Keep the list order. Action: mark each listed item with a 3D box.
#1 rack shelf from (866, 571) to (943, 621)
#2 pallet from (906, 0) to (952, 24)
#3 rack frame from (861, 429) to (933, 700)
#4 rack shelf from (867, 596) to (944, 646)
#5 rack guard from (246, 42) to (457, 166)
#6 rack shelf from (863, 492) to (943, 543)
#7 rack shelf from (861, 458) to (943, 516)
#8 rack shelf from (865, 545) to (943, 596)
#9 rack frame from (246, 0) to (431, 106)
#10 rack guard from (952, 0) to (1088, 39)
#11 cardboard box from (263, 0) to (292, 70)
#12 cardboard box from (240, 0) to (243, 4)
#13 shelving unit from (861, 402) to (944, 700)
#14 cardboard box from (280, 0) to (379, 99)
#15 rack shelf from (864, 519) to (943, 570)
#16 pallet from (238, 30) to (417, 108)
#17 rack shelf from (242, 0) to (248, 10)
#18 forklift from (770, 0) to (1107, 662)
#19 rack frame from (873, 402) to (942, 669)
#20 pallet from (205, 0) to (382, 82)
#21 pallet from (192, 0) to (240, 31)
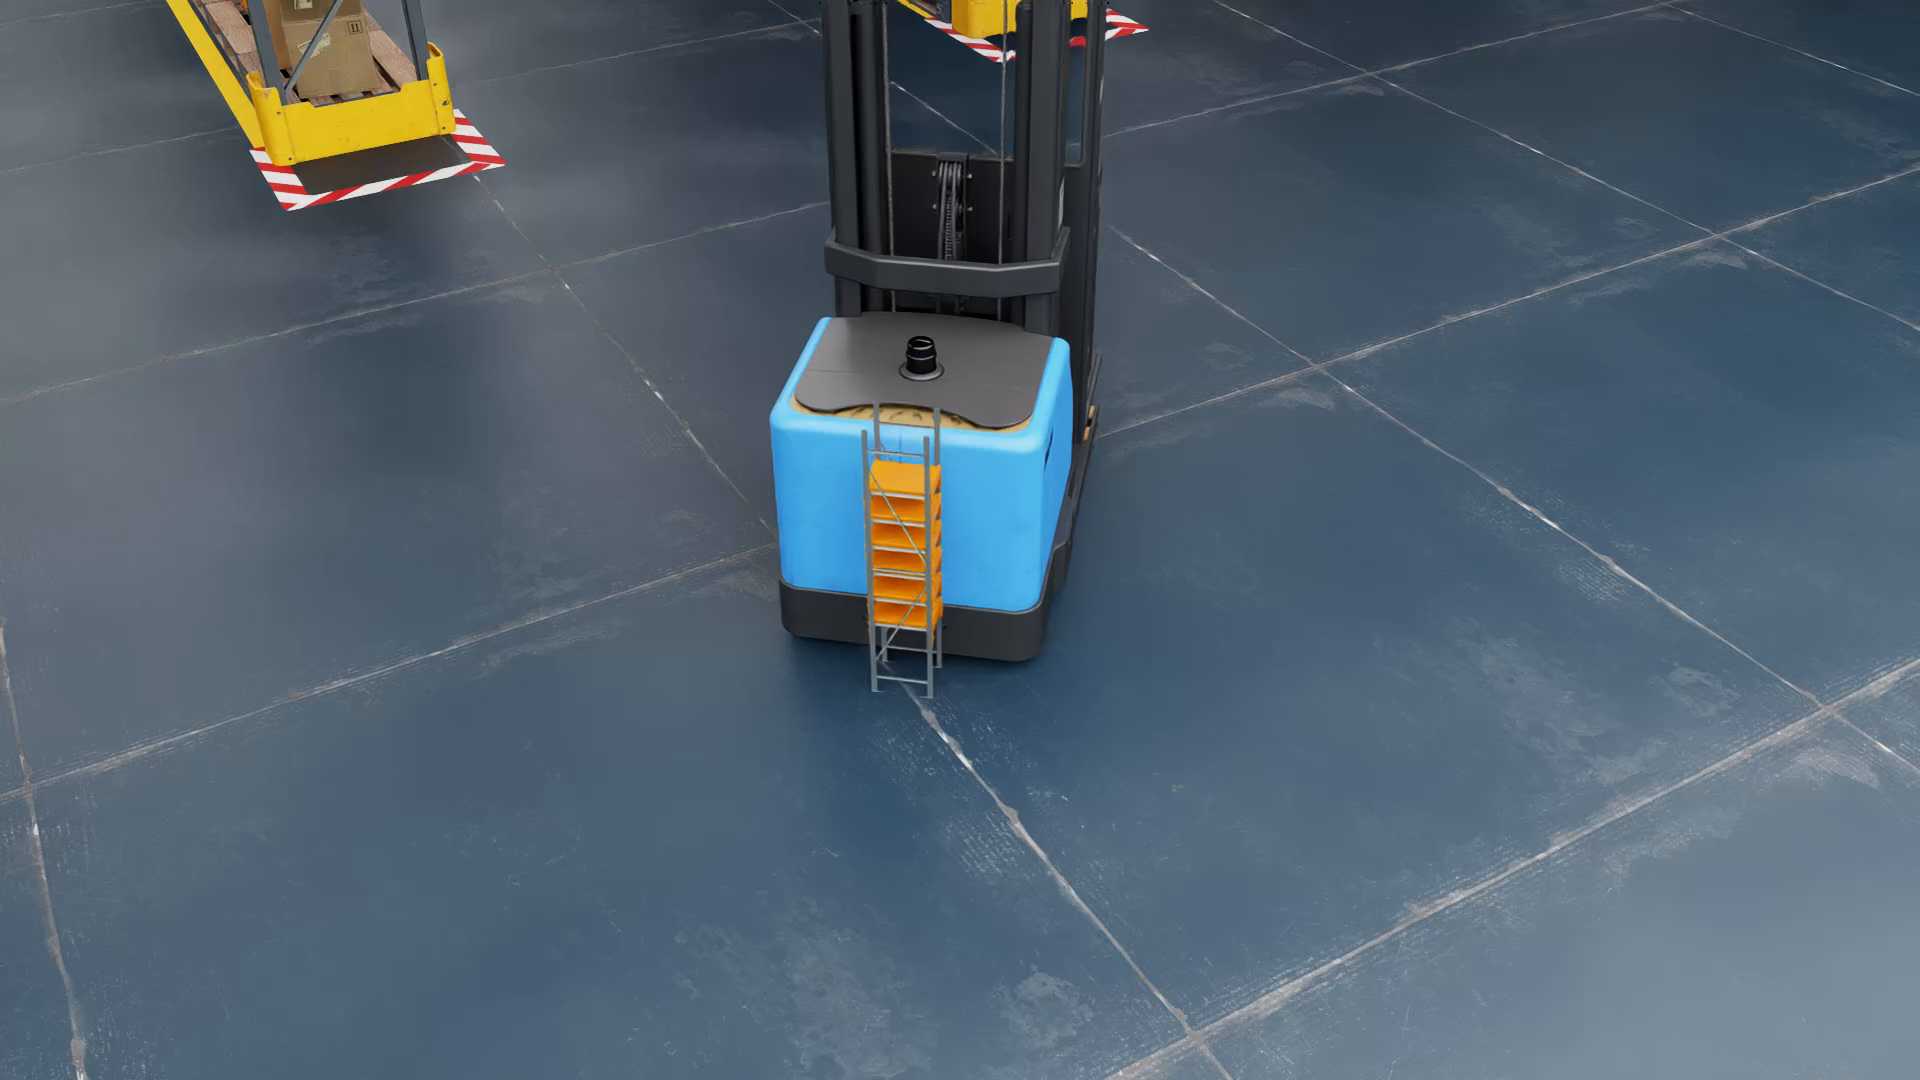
[{"bbox_3d":[-0.206,0.197,6.242,0.258,0.103,0.180,6,37,8],"label":"rack shelf"},{"bbox_3d":[0.025,-4.450,13.164,1.003,0.211,1.213,-19,40,-24],"label":"pallet"},{"bbox_3d":[-0.222,0.117,6.073,0.240,1.200,0.006,6,37,8],"label":"rack frame"},{"bbox_3d":[-0.206,0.294,6.313,0.258,0.103,0.180,6,37,8],"label":"rack shelf"},{"bbox_3d":[-3.883,-2.803,10.663,1.175,0.500,0.348,-19,40,-24],"label":"rack guard"},{"bbox_3d":[-0.206,-0.094,6.030,0.258,0.103,0.180,6,37,8],"label":"rack shelf"},{"bbox_3d":[-0.206,-0.191,5.959,0.258,0.103,0.180,6,37,8],"label":"rack shelf"},{"bbox_3d":[-0.206,0.100,6.172,0.258,0.103,0.180,6,37,8],"label":"rack shelf"},{"bbox_3d":[-3.845,-3.773,9.873,1.000,3.000,0.127,-19,40,-24],"label":"rack frame"},{"bbox_3d":[0.507,-4.170,12.535,1.175,0.500,0.348,-19,40,-24],"label":"rack guard"},{"bbox_3d":[-4.474,-3.551,11.333,0.500,0.500,0.500,-9,37,-12],"label":"cardboard box"},{"bbox_3d":[-5.014,-4.174,12.185,0.500,0.500,0.500,-23,42,-28],"label":"cardboard box"},{"bbox_3d":[-0.206,0.064,6.145,0.258,1.200,0.189,6,37,8],"label":"shelving unit"},{"bbox_3d":[-4.144,-3.257,10.929,0.500,0.500,0.500,-12,38,-16],"label":"cardboard box"},{"bbox_3d":[-0.206,0.003,6.101,0.258,0.103,0.180,6,37,8],"label":"rack shelf"},{"bbox_3d":[-4.261,-3.111,11.330,1.003,0.211,1.213,-19,40,-24],"label":"pallet"},{"bbox_3d":[-4.850,-4.503,11.482,1.077,0.370,4.000,-19,40,-24],"label":"rack shelf"},{"bbox_3d":[0.056,-1.575,6.922,1.130,2.935,3.031,6,37,8],"label":"forklift"},{"bbox_3d":[-0.189,0.011,6.218,0.240,1.200,0.006,6,37,8],"label":"rack frame"},{"bbox_3d":[-4.869,-3.732,12.181,1.003,0.211,1.213,-19,40,-24],"label":"pallet"},{"bbox_3d":[-5.486,-4.355,13.034,1.003,0.211,1.213,-19,40,-24],"label":"pallet"}]
